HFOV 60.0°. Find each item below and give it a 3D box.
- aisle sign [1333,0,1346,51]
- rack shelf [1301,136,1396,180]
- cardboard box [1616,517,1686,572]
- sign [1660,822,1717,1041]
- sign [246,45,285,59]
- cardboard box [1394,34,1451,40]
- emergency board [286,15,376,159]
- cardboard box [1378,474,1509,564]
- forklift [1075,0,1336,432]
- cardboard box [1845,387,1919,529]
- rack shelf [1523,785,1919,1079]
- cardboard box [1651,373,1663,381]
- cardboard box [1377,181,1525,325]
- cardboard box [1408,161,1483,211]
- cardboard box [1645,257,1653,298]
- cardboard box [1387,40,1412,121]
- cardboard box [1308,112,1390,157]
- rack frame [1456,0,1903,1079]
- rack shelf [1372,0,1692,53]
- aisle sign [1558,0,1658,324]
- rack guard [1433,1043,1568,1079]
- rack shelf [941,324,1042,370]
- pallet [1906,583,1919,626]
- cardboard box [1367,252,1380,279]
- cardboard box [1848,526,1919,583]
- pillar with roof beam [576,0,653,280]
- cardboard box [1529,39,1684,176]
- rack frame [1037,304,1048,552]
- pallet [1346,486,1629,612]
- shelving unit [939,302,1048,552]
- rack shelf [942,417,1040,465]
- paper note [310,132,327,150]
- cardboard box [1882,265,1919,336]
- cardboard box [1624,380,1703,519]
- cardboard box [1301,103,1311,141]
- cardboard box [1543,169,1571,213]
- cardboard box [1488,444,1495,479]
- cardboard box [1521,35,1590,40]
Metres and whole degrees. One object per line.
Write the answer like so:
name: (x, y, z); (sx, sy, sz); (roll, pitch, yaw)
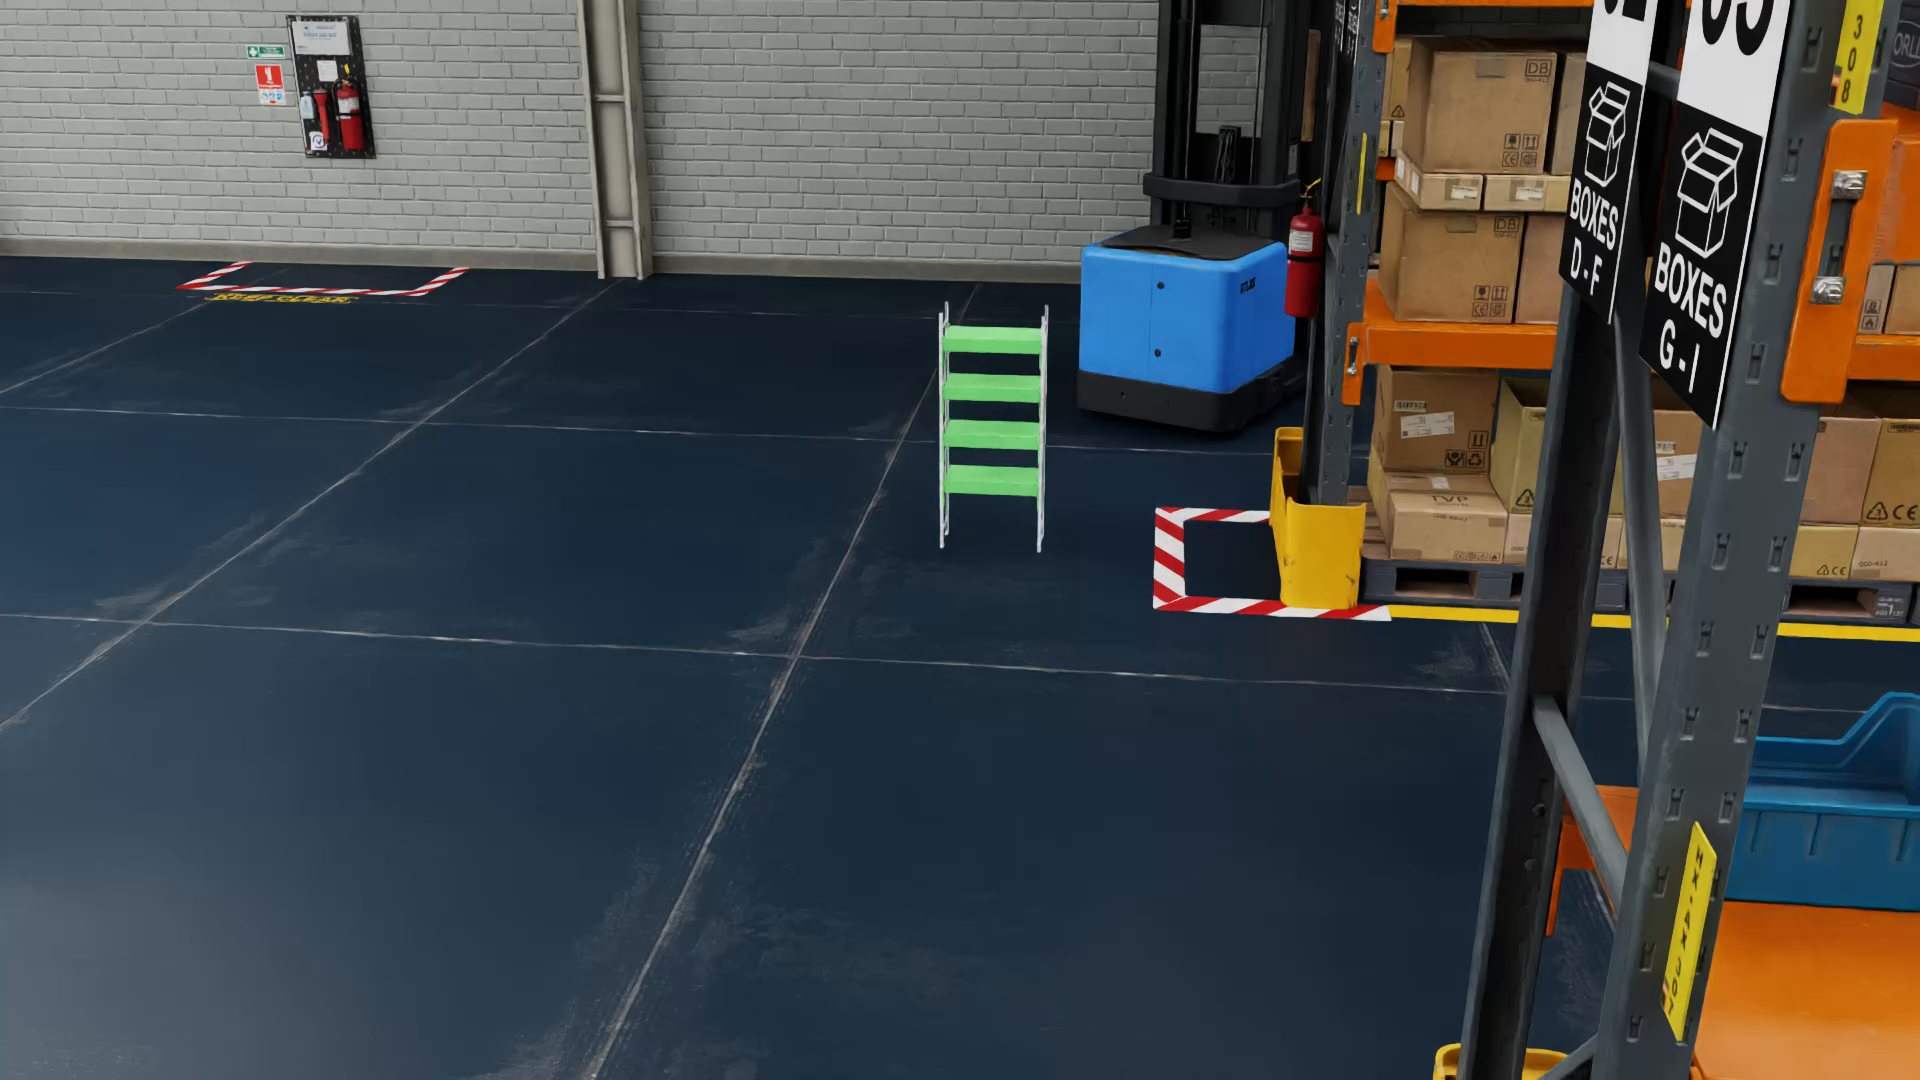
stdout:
aisle sign: (1.717, -2.611, 7.428); (0.004, 0.787, 0.394); (2, 22, 6)
rack shelf: (4.313, -2.680, 12.116); (4.000, 0.370, 1.077); (2, 22, 6)
cardboard box: (3.247, -0.062, 7.685); (0.500, 0.250, 0.500); (2, 22, 6)
sign: (1.092, 0.588, 2.495); (0.005, 0.325, 0.100); (2, 22, 6)
sign: (-5.818, -4.088, 13.930); (0.331, 0.109, 0.001); (2, 22, 6)
cardboard box: (3.318, -3.421, 12.169); (0.500, 0.500, 0.500); (3, 22, 7)
emergency board: (-5.284, -3.767, 13.887); (0.643, 1.169, 0.194); (2, 22, 6)
cardboard box: (2.254, -0.104, 7.792); (0.500, 0.250, 0.500); (2, 22, 6)
forklift: (1.928, -2.494, 10.762); (1.130, 2.935, 3.031); (13, 25, 30)
cardboard box: (4.241, -0.371, 7.446); (0.500, 0.500, 0.500); (2, 22, 6)
rack shelf: (3.147, 0.937, 2.967); (4.000, 0.370, 1.077); (2, 22, 6)
cardboard box: (3.310, -0.605, 8.038); (0.500, 0.500, 0.500); (2, 22, 6)
cardboard box: (2.209, -1.314, 7.546); (0.500, 0.500, 0.700); (3, 22, 6)
cardboard box: (2.112, -1.544, 7.248); (0.250, 0.149, 0.380); (2, 22, 6)
cardboard box: (3.224, -1.269, 7.434); (0.500, 0.500, 0.700); (3, 22, 7)
cardboard box: (3.255, -3.234, 11.696); (0.500, 0.500, 0.500); (3, 22, 6)
cardboard box: (2.774, -2.903, 11.880); (0.500, 0.250, 0.500); (2, 22, 5)
rack frame: (1.160, 0.518, 3.051); (0.053, 2.616, 0.949); (2, 22, 6)
rack shelf: (3.733, -2.266, 6.990); (4.000, 0.370, 1.077); (2, 22, 6)
aisle sign: (1.124, -0.804, 2.858); (0.004, 0.787, 0.394); (2, 22, 6)
rack guard: (1.242, 1.665, 3.548); (0.348, 0.500, 1.175); (2, 22, 6)
rack shelf: (0.164, -0.938, 8.048); (0.480, 0.148, 0.258); (2, 22, 6)
pallet: (4.935, 0.128, 7.828); (1.213, 0.211, 1.003); (2, 22, 6)
cardboard box: (3.003, -1.992, 12.457); (0.500, 0.311, 0.500); (0, 22, 0)
cardboard box: (4.240, -0.017, 7.572); (0.500, 0.250, 0.500); (2, 22, 6)
pillar with roof beam: (-3.341, -4.864, 8.503); (0.400, 9.000, 9.100); (2, 22, 6)
cardboard box: (2.785, -1.894, 7.250); (0.500, 0.500, 0.700); (2, 22, 5)
rack frame: (0.407, -0.540, 8.174); (0.015, 1.200, 0.240); (2, 22, 6)
pallet: (2.512, 0.023, 8.095); (1.213, 0.211, 1.003); (2, 22, 6)
shelving unit: (0.164, -0.551, 8.201); (0.503, 1.200, 0.258); (2, 22, 6)
rack shelf: (0.164, -0.491, 8.225); (0.480, 0.148, 0.258); (2, 22, 6)
paper note: (-5.452, -3.390, 14.133); (0.142, 0.148, 0.016); (2, 22, 6)
cardboard box: (4.256, -1.226, 7.325); (0.500, 0.500, 0.700); (3, 22, 7)
cardboard box: (3.249, -0.415, 7.558); (0.500, 0.500, 0.500); (2, 22, 6)
cardboard box: (2.814, -3.091, 12.355); (0.500, 0.250, 0.500); (3, 22, 7)
cardboard box: (2.622, -1.523, 7.193); (0.250, 0.149, 0.380); (3, 22, 7)
cardboard box: (2.813, -0.276, 8.227); (0.500, 0.250, 0.500); (2, 22, 6)
cardboard box: (4.332, -3.378, 12.062); (0.500, 0.500, 0.500); (3, 22, 7)
